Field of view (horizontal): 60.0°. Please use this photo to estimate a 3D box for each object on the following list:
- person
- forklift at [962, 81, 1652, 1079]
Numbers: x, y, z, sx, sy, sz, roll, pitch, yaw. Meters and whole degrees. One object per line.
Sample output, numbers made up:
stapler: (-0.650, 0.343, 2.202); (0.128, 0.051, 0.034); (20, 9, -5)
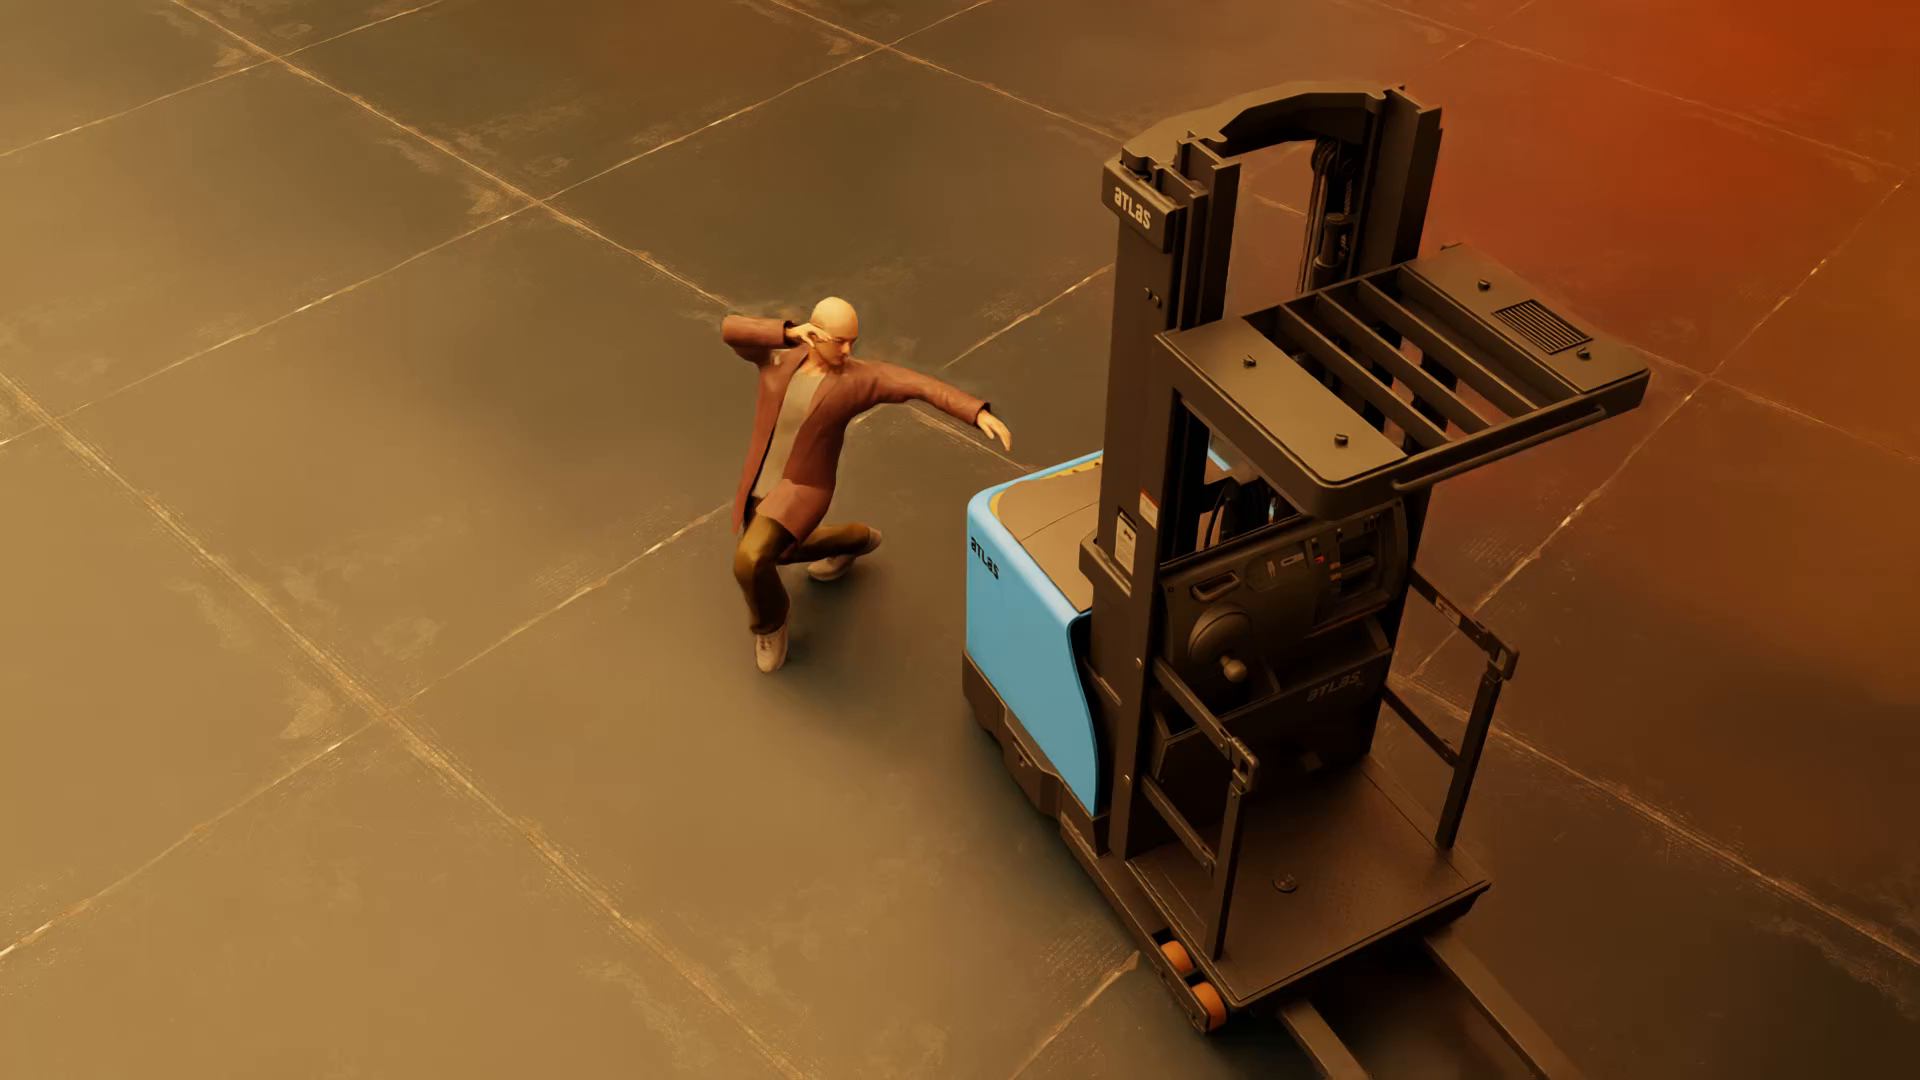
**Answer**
person: (-0.472, -0.177, 6.730); (1.153, 1.567, 0.930); (25, 46, 26)
forklift: (1.148, 0.233, 5.157); (1.130, 2.935, 3.031); (-19, 44, -21)
